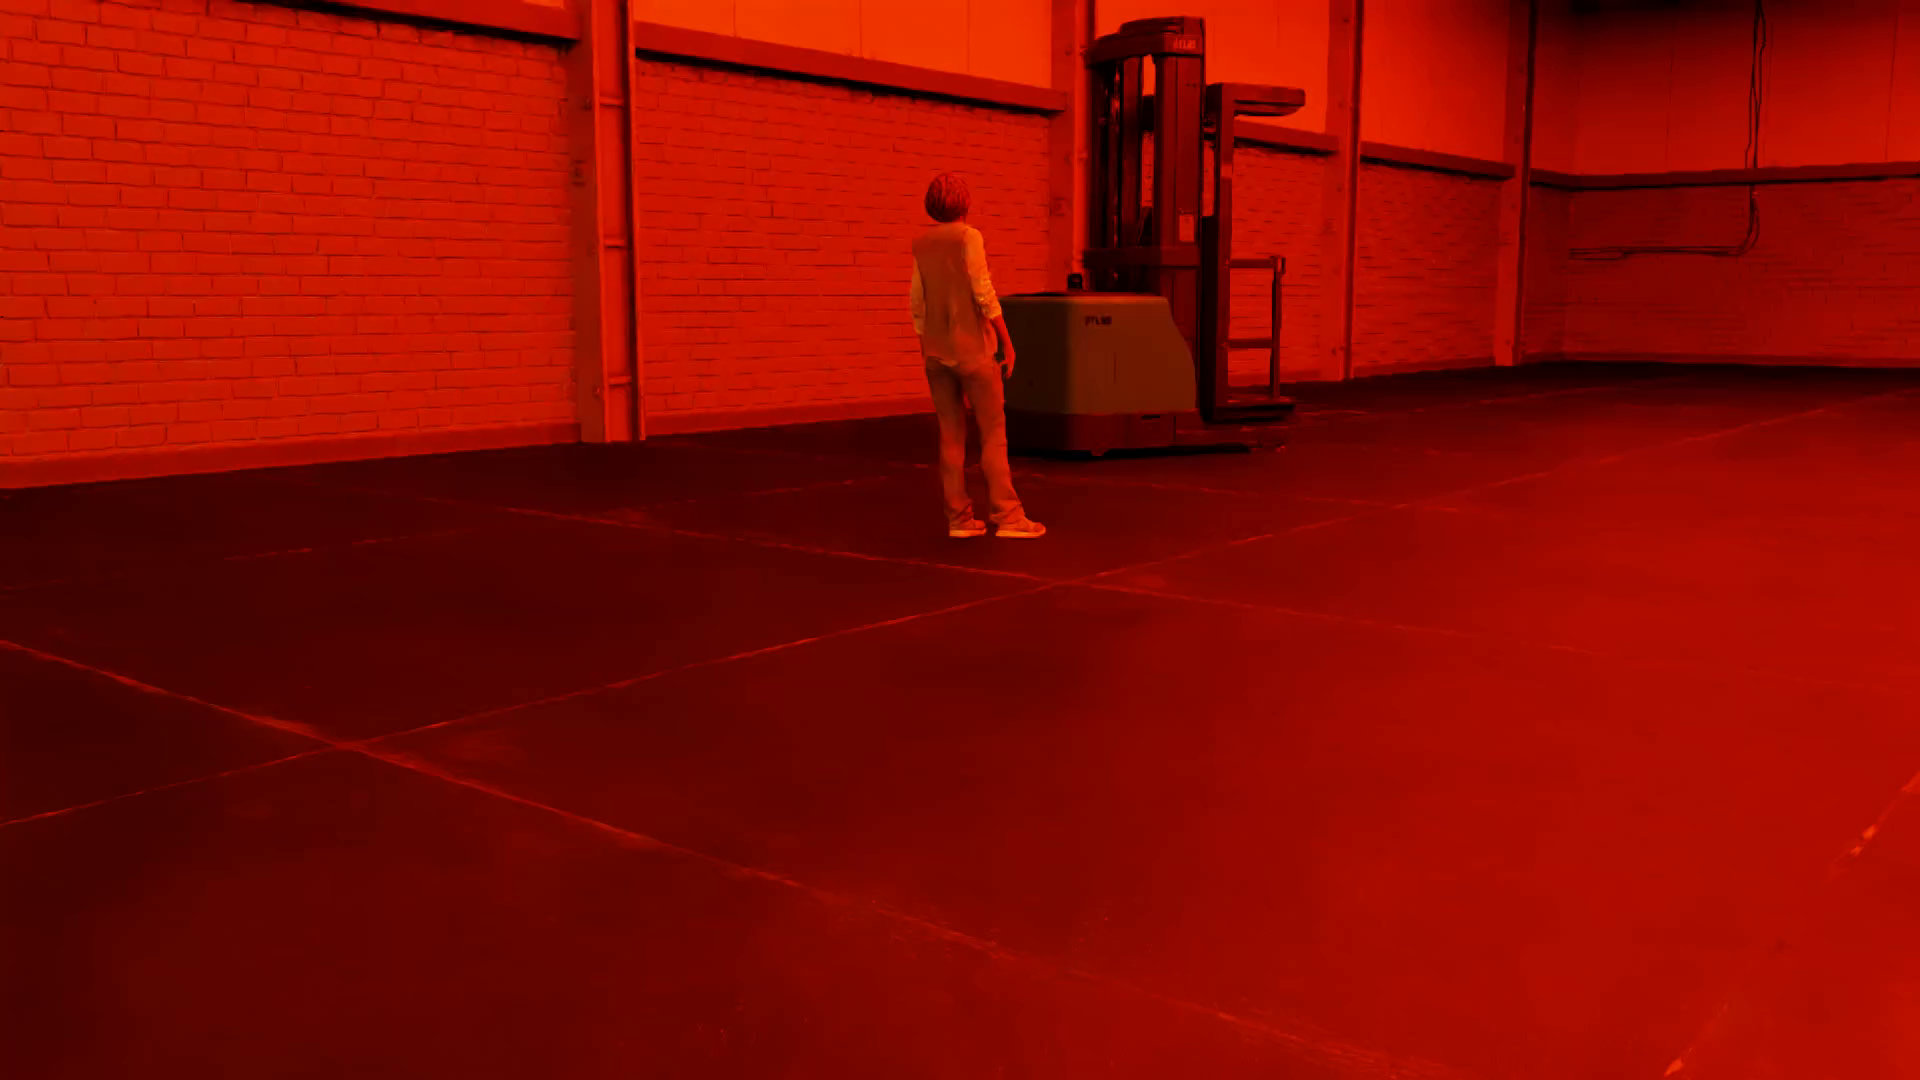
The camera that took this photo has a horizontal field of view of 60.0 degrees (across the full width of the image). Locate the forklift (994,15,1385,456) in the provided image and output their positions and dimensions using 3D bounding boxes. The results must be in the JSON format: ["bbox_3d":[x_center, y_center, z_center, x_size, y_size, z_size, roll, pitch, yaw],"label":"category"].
[{"bbox_3d":[1.739,-2.136,11.876,3.031,2.935,1.130,-5,10,-31],"label":"forklift"}]

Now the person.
[{"bbox_3d":[0.057,-0.804,7.337,0.521,1.597,0.474,7,11,38],"label":"person"}]
